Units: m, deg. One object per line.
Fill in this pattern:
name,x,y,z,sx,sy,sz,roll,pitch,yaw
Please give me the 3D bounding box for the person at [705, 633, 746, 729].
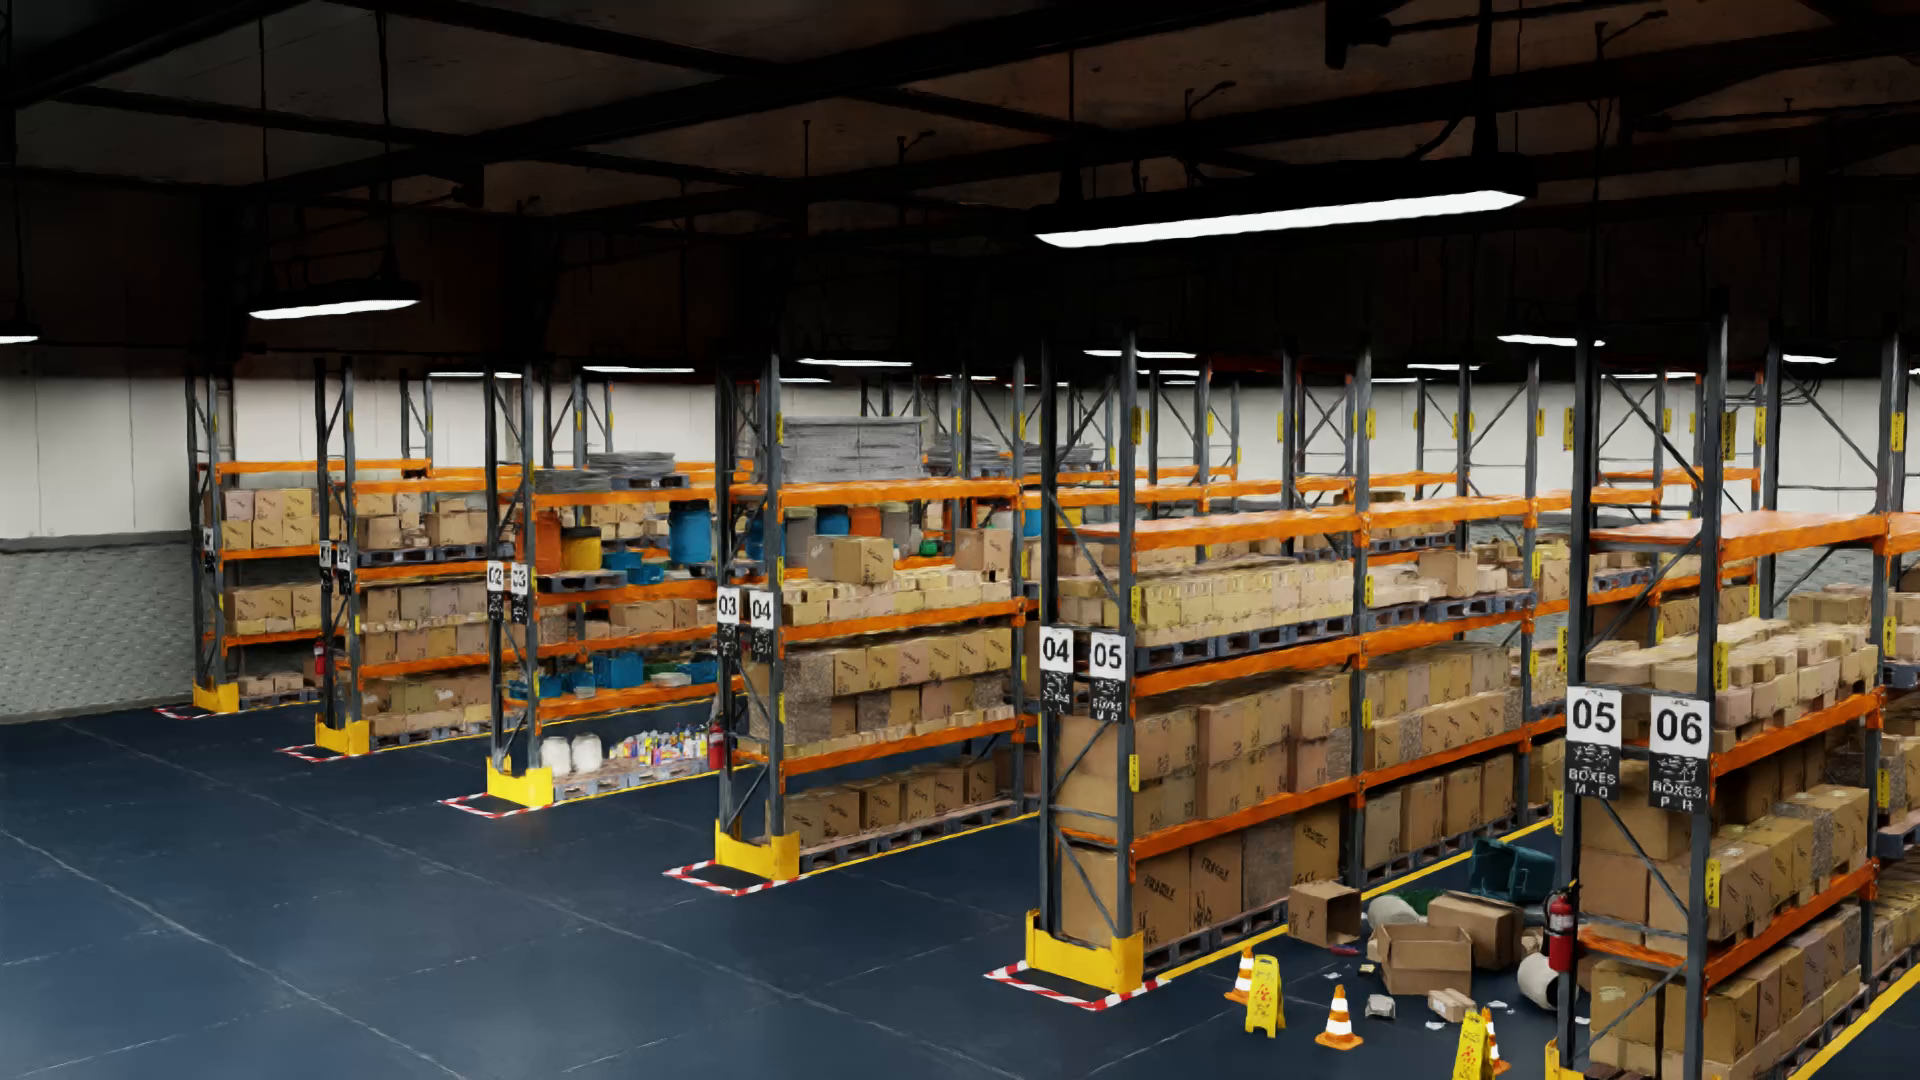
person,-3.911,2.274,27.043,1.086,1.576,0.495,-4,6,-44
